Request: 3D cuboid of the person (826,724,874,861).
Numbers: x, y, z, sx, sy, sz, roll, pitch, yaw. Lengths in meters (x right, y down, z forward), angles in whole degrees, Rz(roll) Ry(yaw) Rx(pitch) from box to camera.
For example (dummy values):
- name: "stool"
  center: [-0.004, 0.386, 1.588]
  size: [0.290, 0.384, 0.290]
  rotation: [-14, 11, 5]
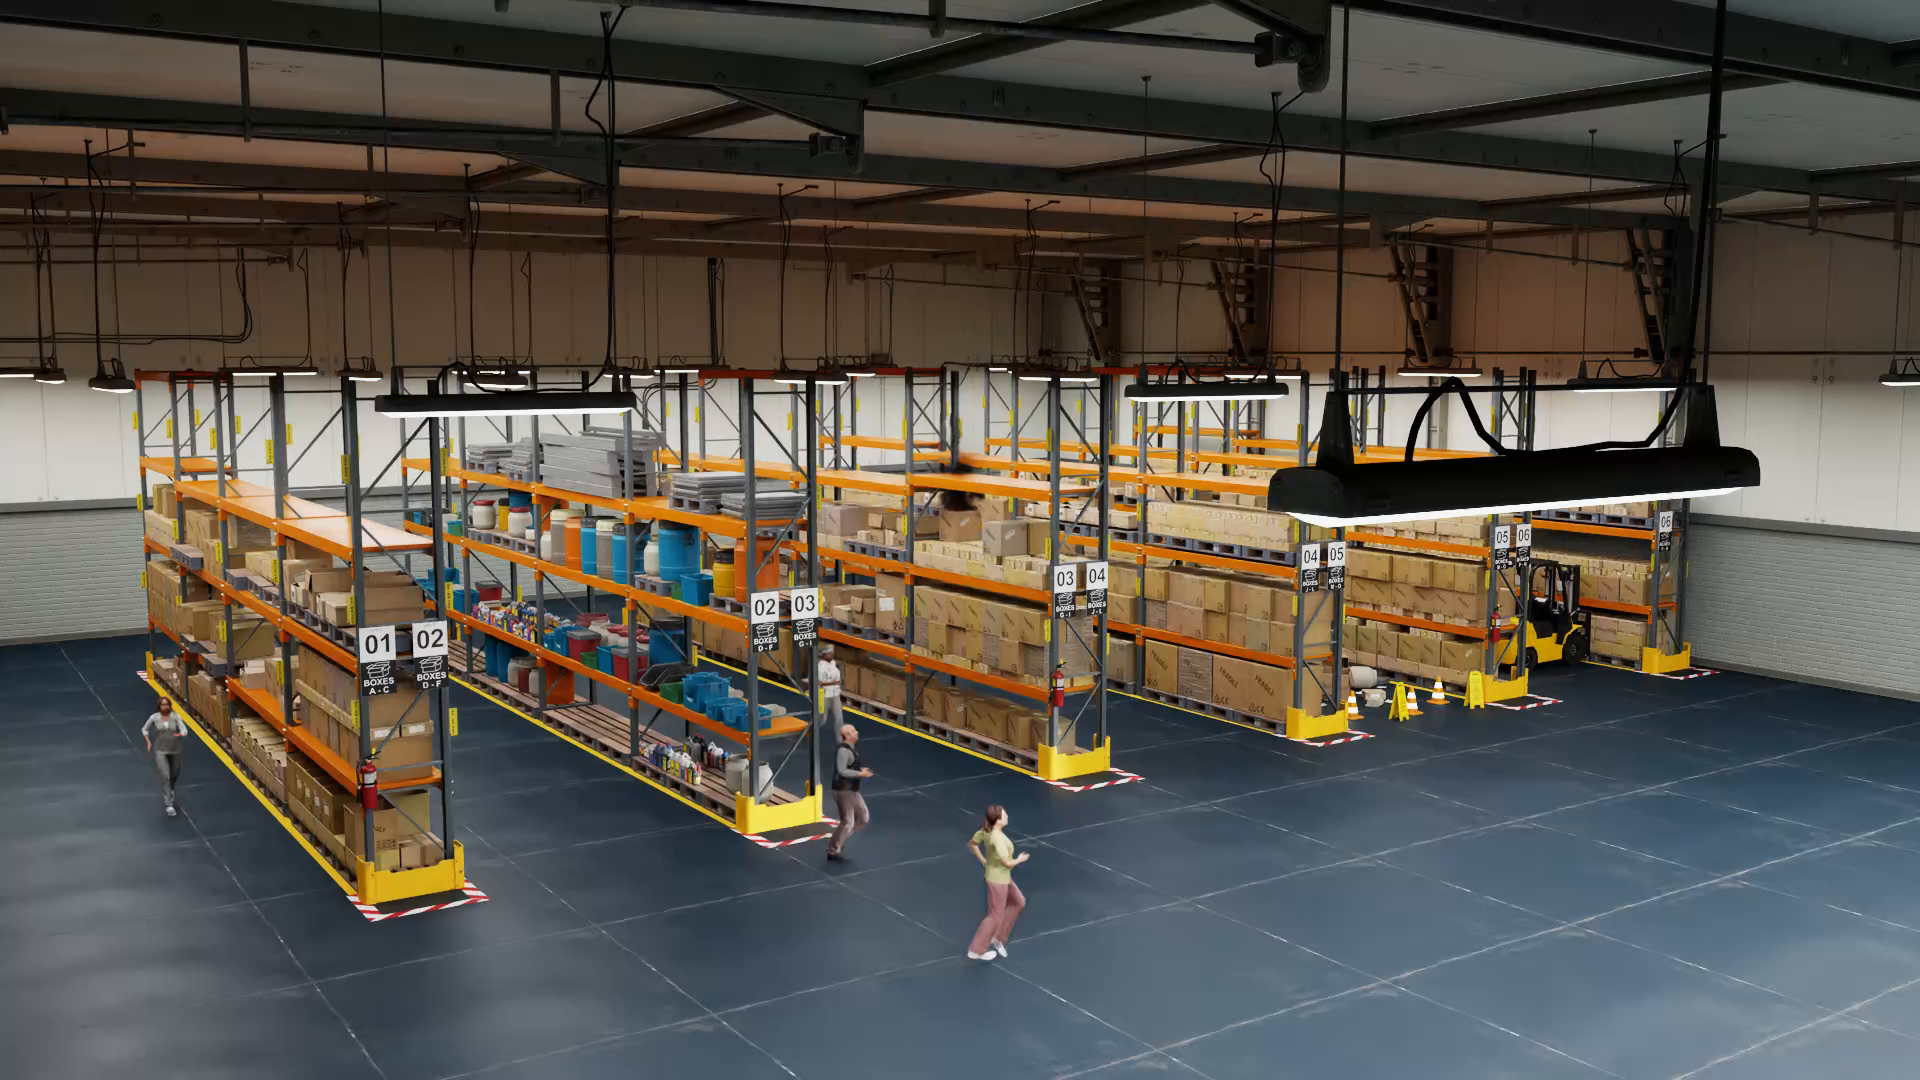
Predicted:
- name: "person"
  center: [-1.361, 3.143, 20.868]
  size: [0.614, 1.675, 0.672]
  rotation: [1, 6, 5]

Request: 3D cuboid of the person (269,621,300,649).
- name: "person"
  center: [-13.553, 1.751, 33.286]
  size: [0.596, 1.662, 0.681]
  rotation: [4, 8, 34]

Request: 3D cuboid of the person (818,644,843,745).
- name: "person"
  center: [-2.067, 2.485, 26.322]
  size: [0.877, 1.696, 0.575]
  rotation: [6, 9, 44]

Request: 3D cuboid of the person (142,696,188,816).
- name: "person"
  center: [-10.939, 2.935, 22.928]
  size: [0.537, 1.585, 0.893]
  rotation: [-5, 8, -36]

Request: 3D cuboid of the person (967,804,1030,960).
- name: "person"
  center: [0.400, 3.555, 17.275]
  size: [0.668, 1.608, 0.548]
  rotation: [-1, 7, -10]
